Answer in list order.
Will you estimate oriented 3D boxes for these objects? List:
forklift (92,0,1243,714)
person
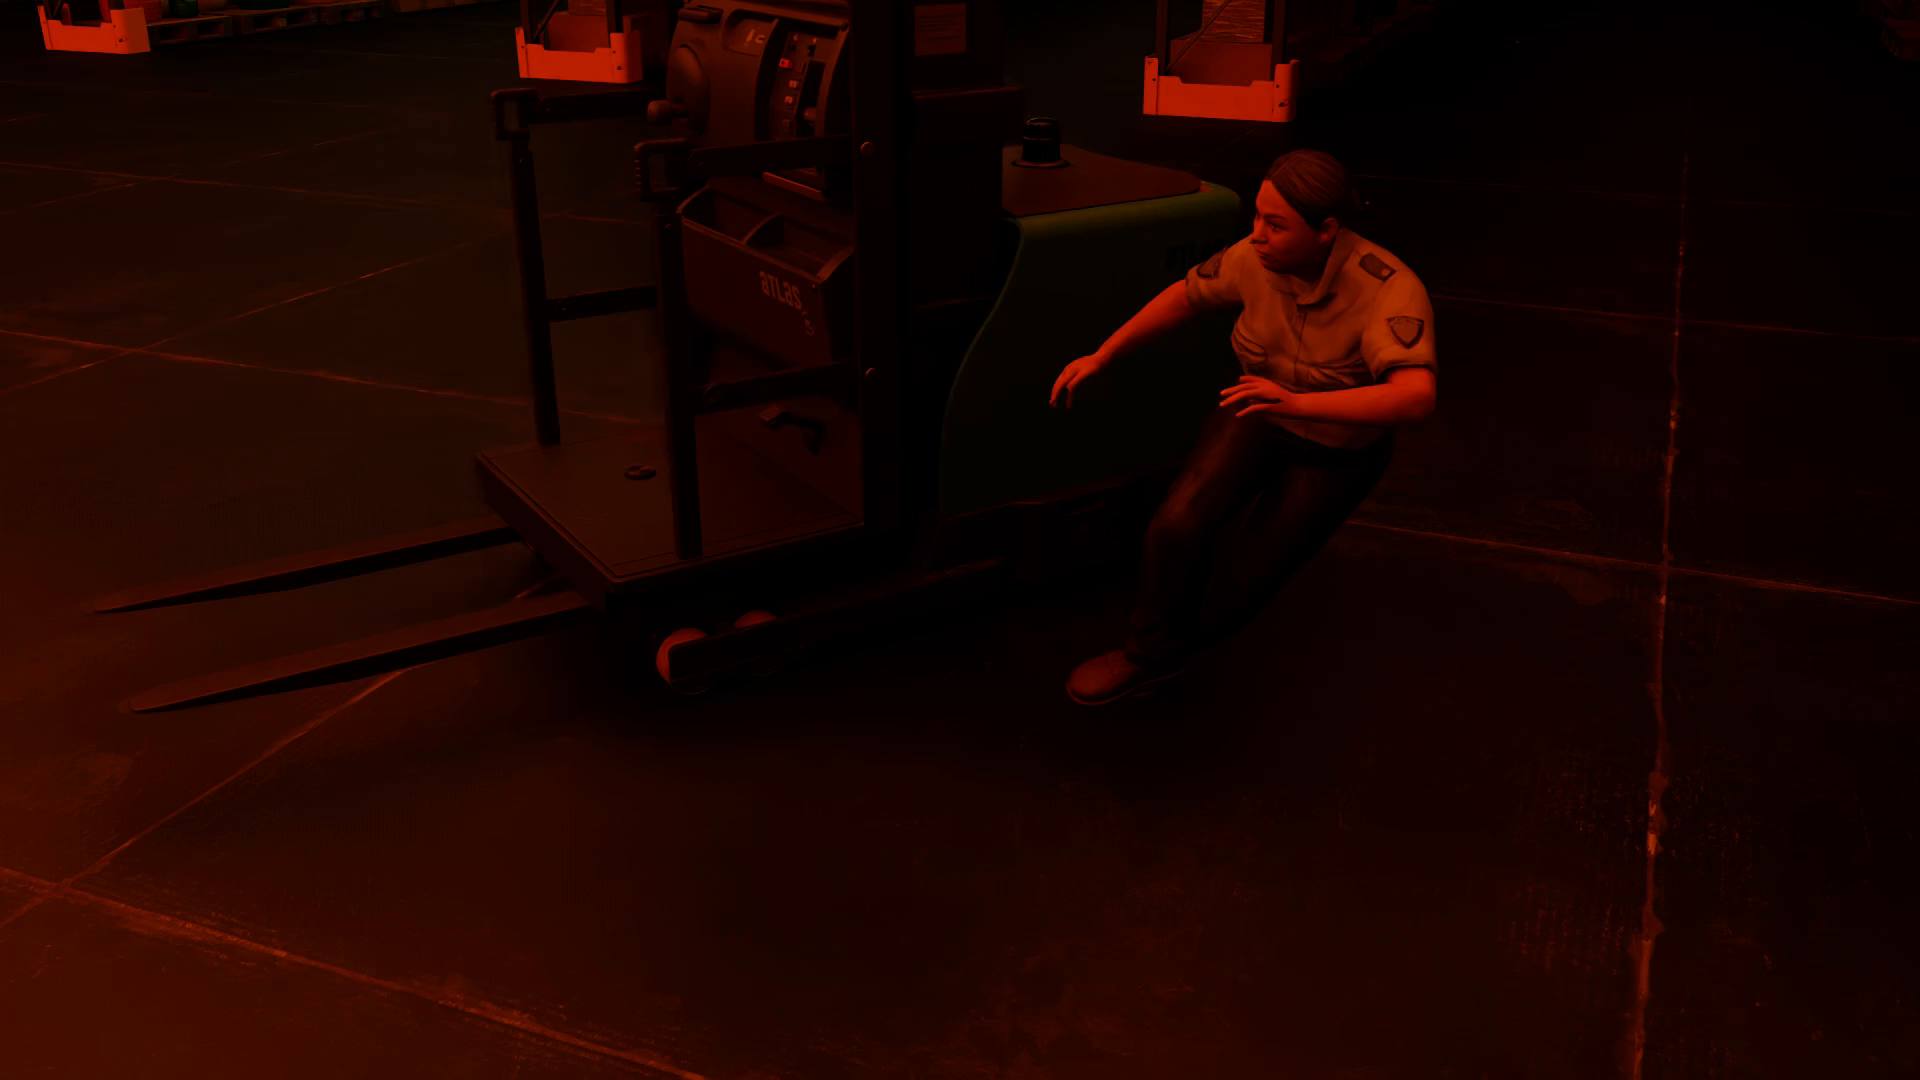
[{"bbox_3d":[-0.705,-1.195,4.153,3.031,2.935,1.130,-14,26,-30],"label":"forklift"},{"bbox_3d":[0.608,-0.162,3.666,0.913,1.426,0.854,12,26,27],"label":"person"}]
